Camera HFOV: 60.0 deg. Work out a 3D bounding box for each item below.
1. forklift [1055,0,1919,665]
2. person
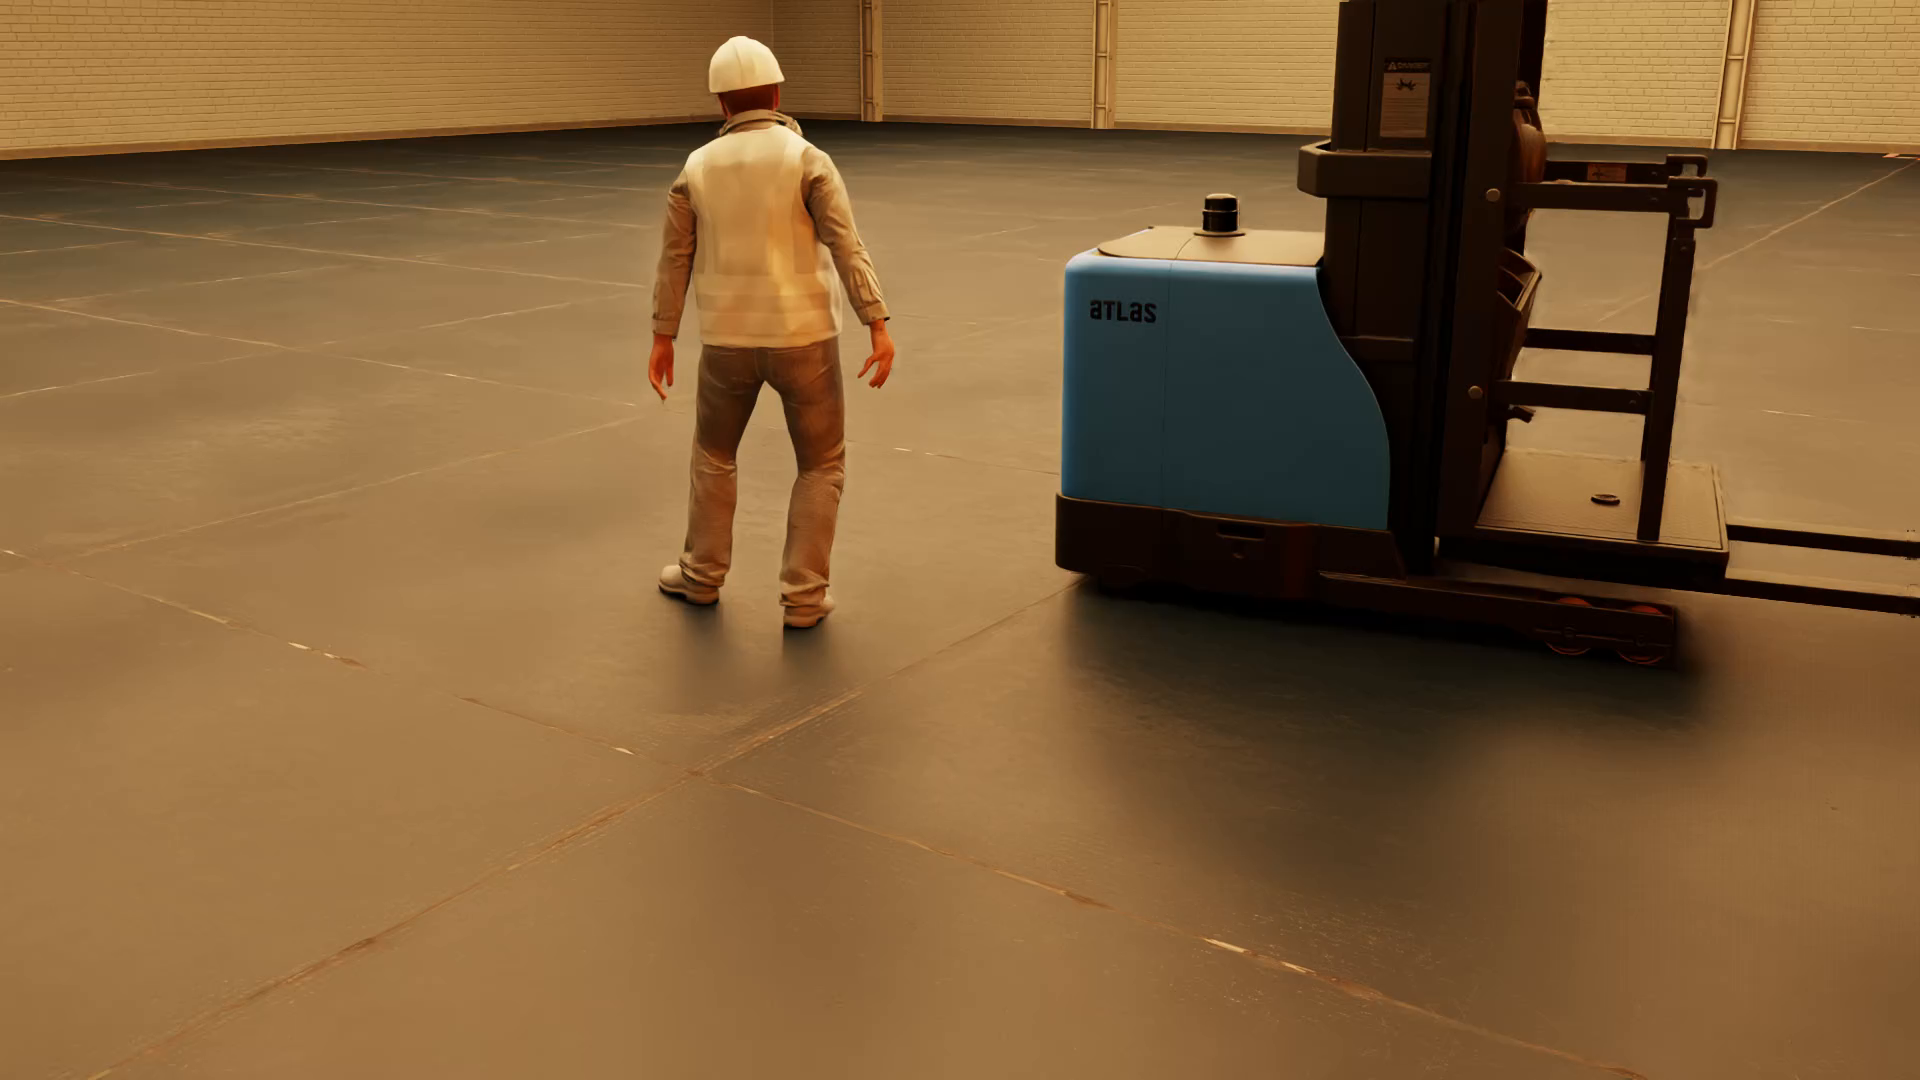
[{"bbox_3d":[1.880,-1.220,4.914,3.031,2.935,1.130,7,18,21],"label":"forklift"},{"bbox_3d":[-0.589,-0.616,5.044,0.867,1.745,0.464,5,17,16],"label":"person"}]
